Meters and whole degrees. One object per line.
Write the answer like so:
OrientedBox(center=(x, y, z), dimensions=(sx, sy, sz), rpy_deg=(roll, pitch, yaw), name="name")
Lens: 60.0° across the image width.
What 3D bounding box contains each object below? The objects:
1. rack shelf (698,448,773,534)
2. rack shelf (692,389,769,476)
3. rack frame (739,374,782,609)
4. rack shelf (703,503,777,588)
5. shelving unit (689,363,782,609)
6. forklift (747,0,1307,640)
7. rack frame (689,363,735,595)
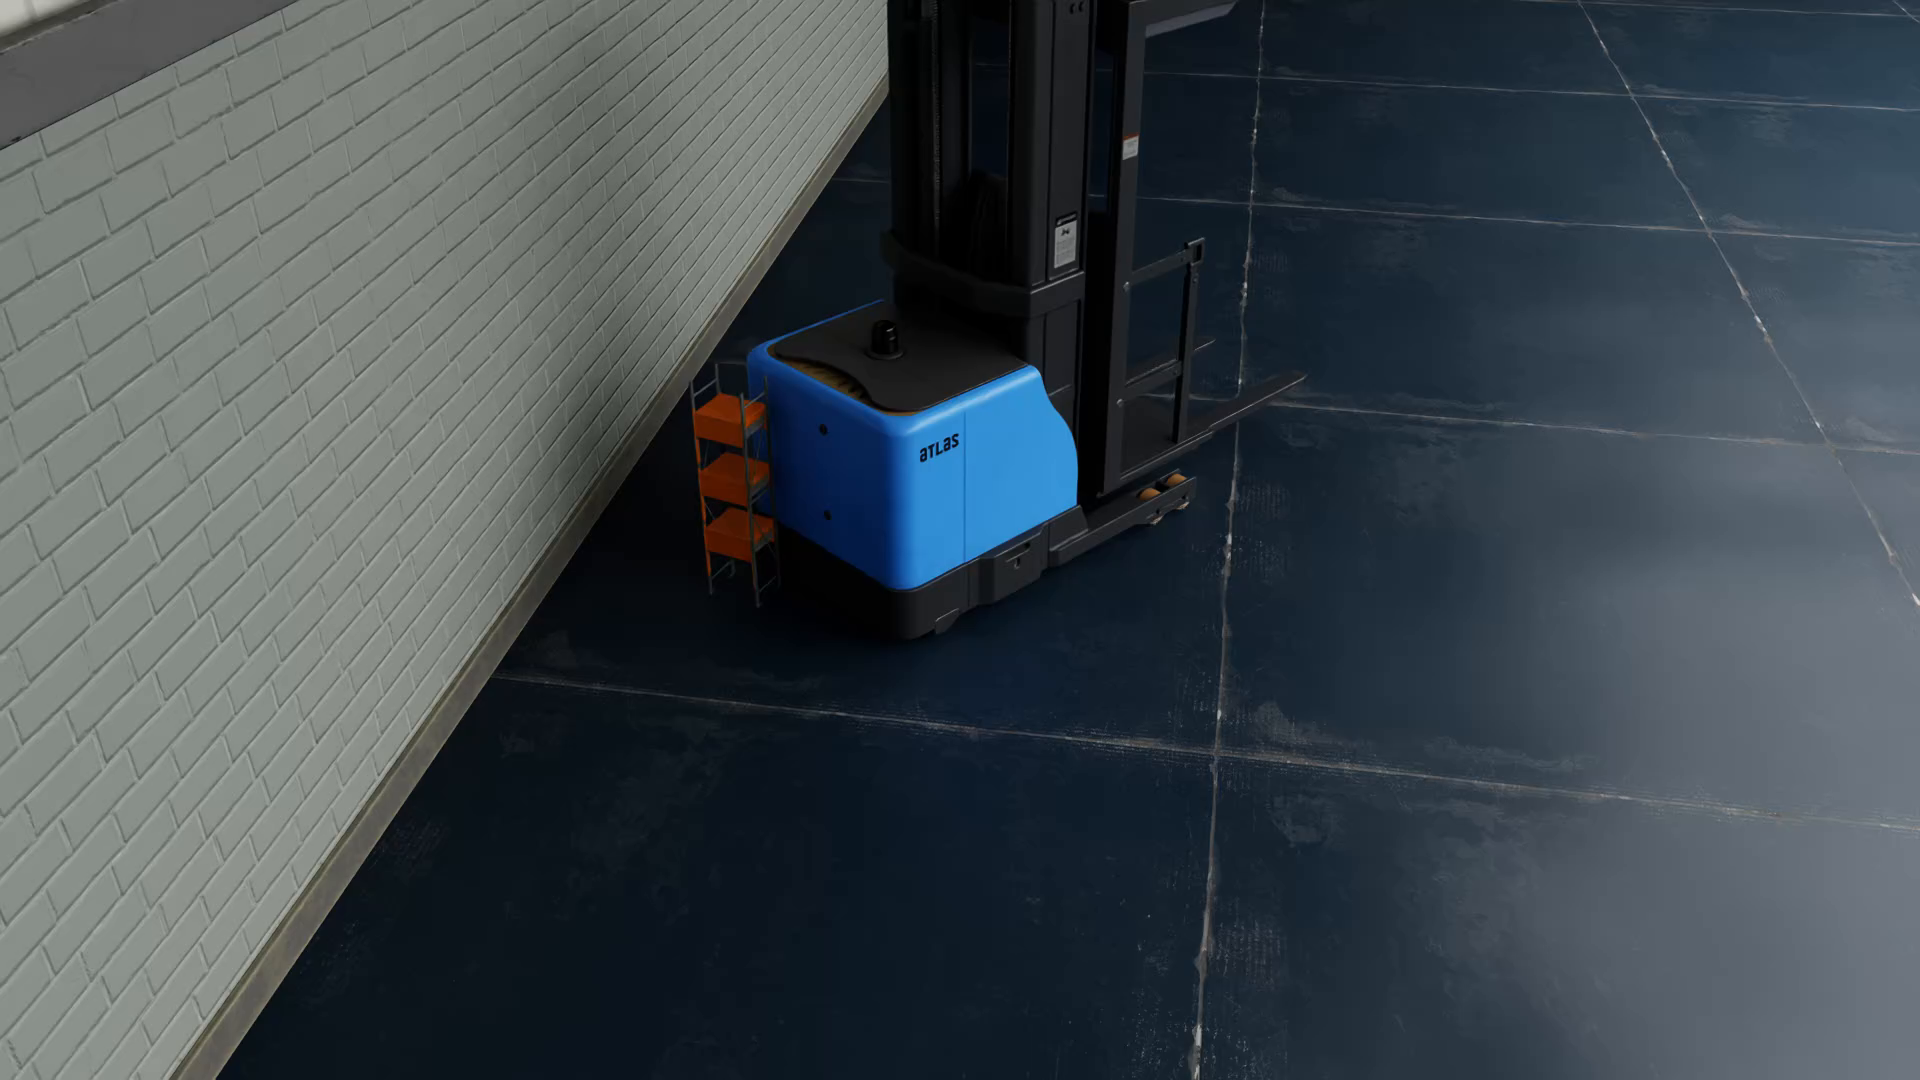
OrientedBox(center=(-0.953, -0.212, 7.119), dimensions=(0.240, 0.259, 0.215), rpy_deg=(15, 35, 22), name="rack shelf")
OrientedBox(center=(-0.953, -0.452, 6.968), dimensions=(0.240, 0.259, 0.215), rpy_deg=(15, 35, 22), name="rack shelf")
OrientedBox(center=(-0.844, -0.192, 7.067), dimensions=(0.008, 1.050, 0.200), rpy_deg=(15, 35, 22), name="rack frame")
OrientedBox(center=(-0.953, 0.024, 7.266), dimensions=(0.240, 0.259, 0.215), rpy_deg=(15, 35, 22), name="rack shelf")
OrientedBox(center=(-0.953, -0.221, 7.113), dimensions=(0.252, 1.050, 0.215), rpy_deg=(15, 35, 22), name="shelving unit")
OrientedBox(center=(0.495, -1.496, 7.378), dimensions=(3.031, 2.935, 1.130), rpy_deg=(-27, 41, -36), name="forklift")
OrientedBox(center=(-1.062, -0.250, 7.159), dimensions=(0.008, 1.050, 0.200), rpy_deg=(15, 35, 22), name="rack frame")
